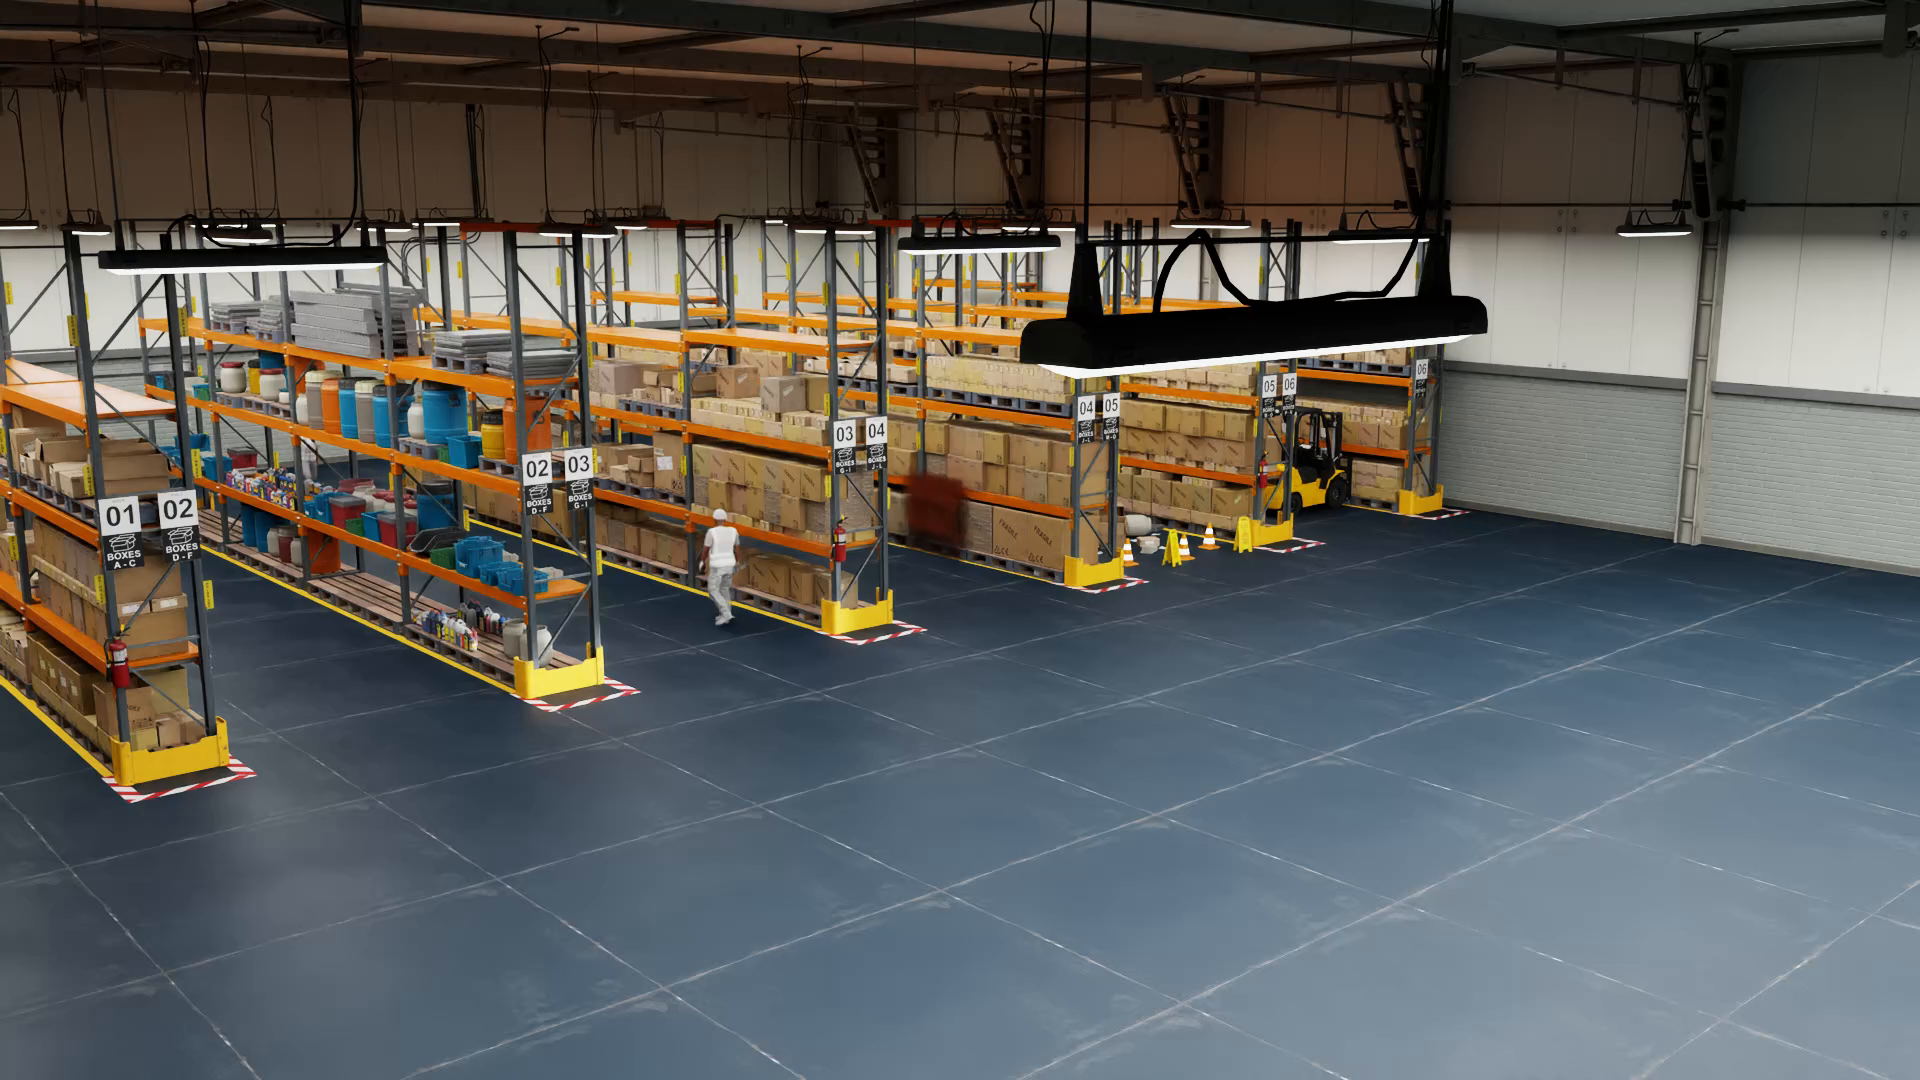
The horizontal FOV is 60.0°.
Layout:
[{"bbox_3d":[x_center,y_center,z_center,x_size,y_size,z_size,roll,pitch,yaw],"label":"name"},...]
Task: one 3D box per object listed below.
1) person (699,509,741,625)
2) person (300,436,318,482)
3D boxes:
[{"bbox_3d":[-3.580,0.425,25.333,0.630,1.760,0.721,-10,15,-40],"label":"person"},{"bbox_3d":[-14.271,-1.751,36.359,0.454,1.620,0.843,-10,15,-42],"label":"person"}]
